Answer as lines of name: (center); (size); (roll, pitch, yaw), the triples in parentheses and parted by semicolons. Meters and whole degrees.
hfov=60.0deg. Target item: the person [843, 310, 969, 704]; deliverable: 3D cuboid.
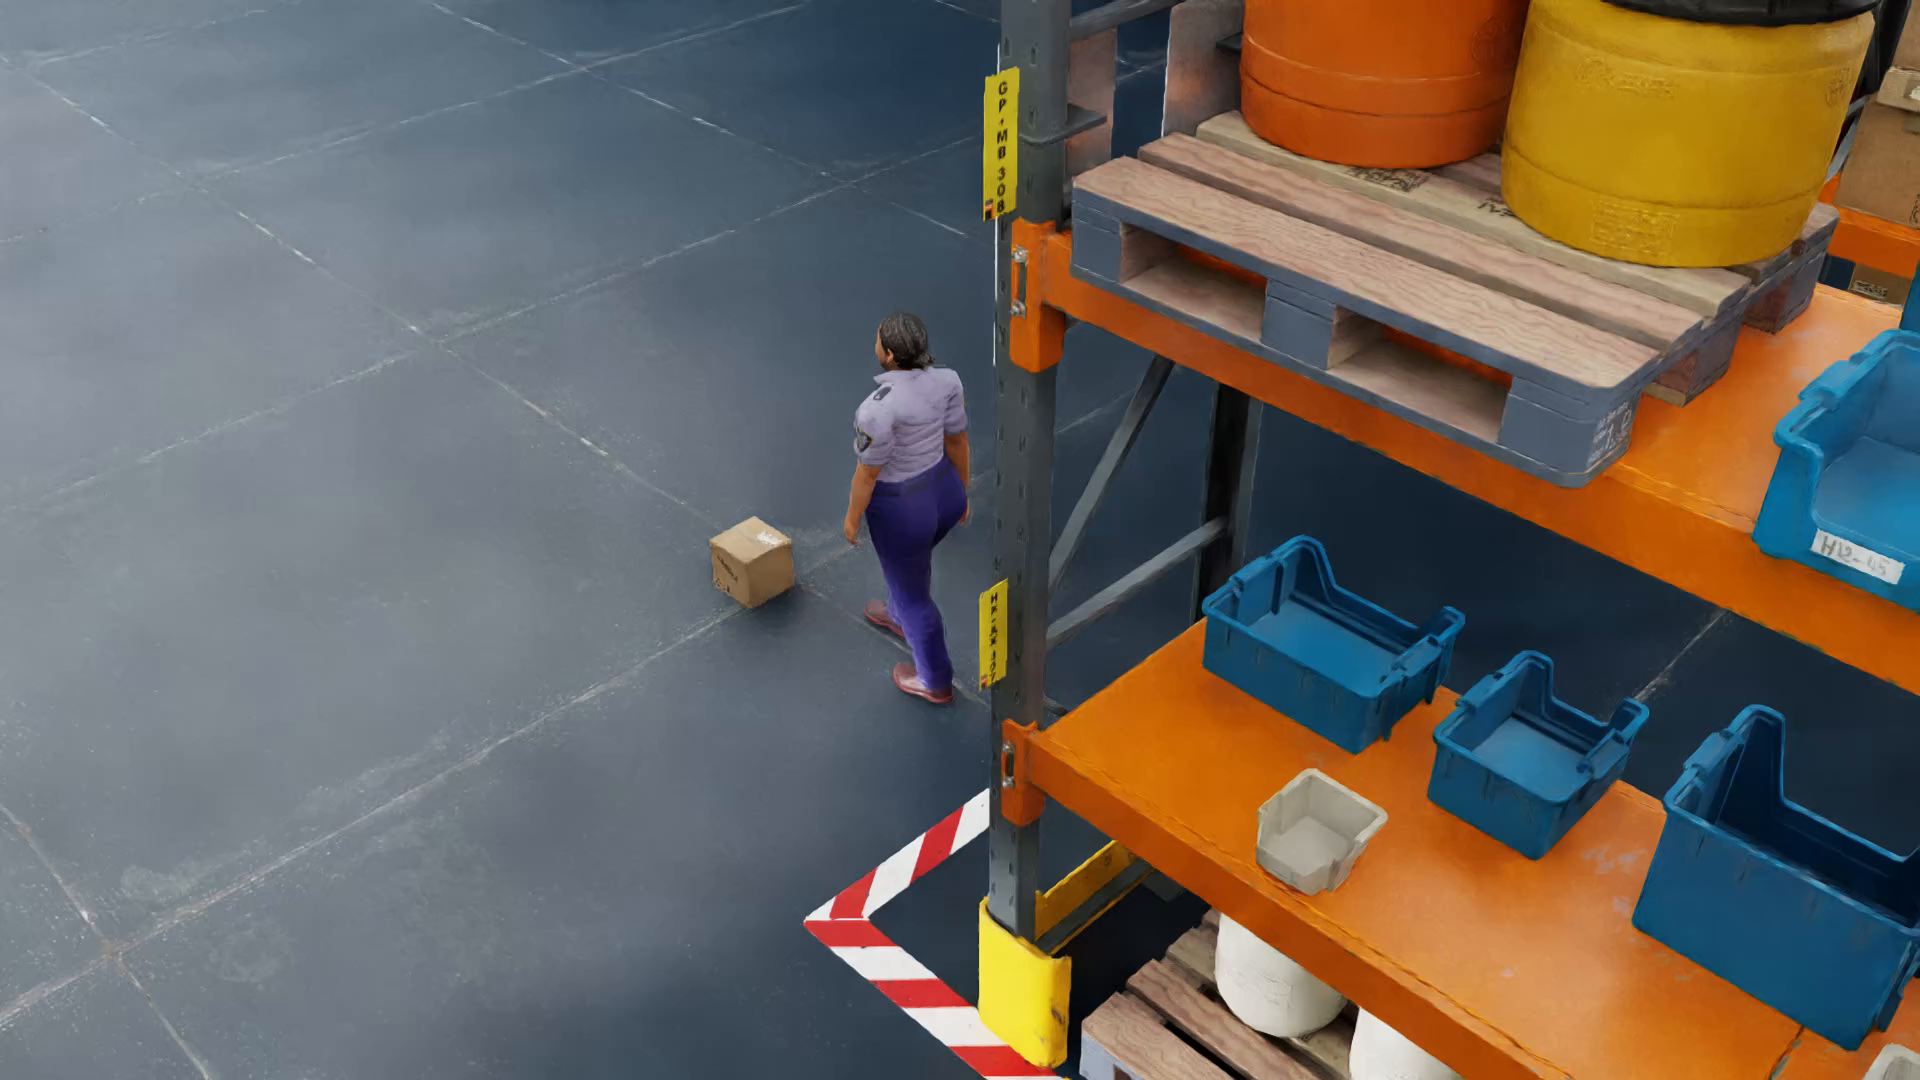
person: (-0.262, -0.156, 6.363); (0.683, 1.624, 0.494); (27, 43, 32)
